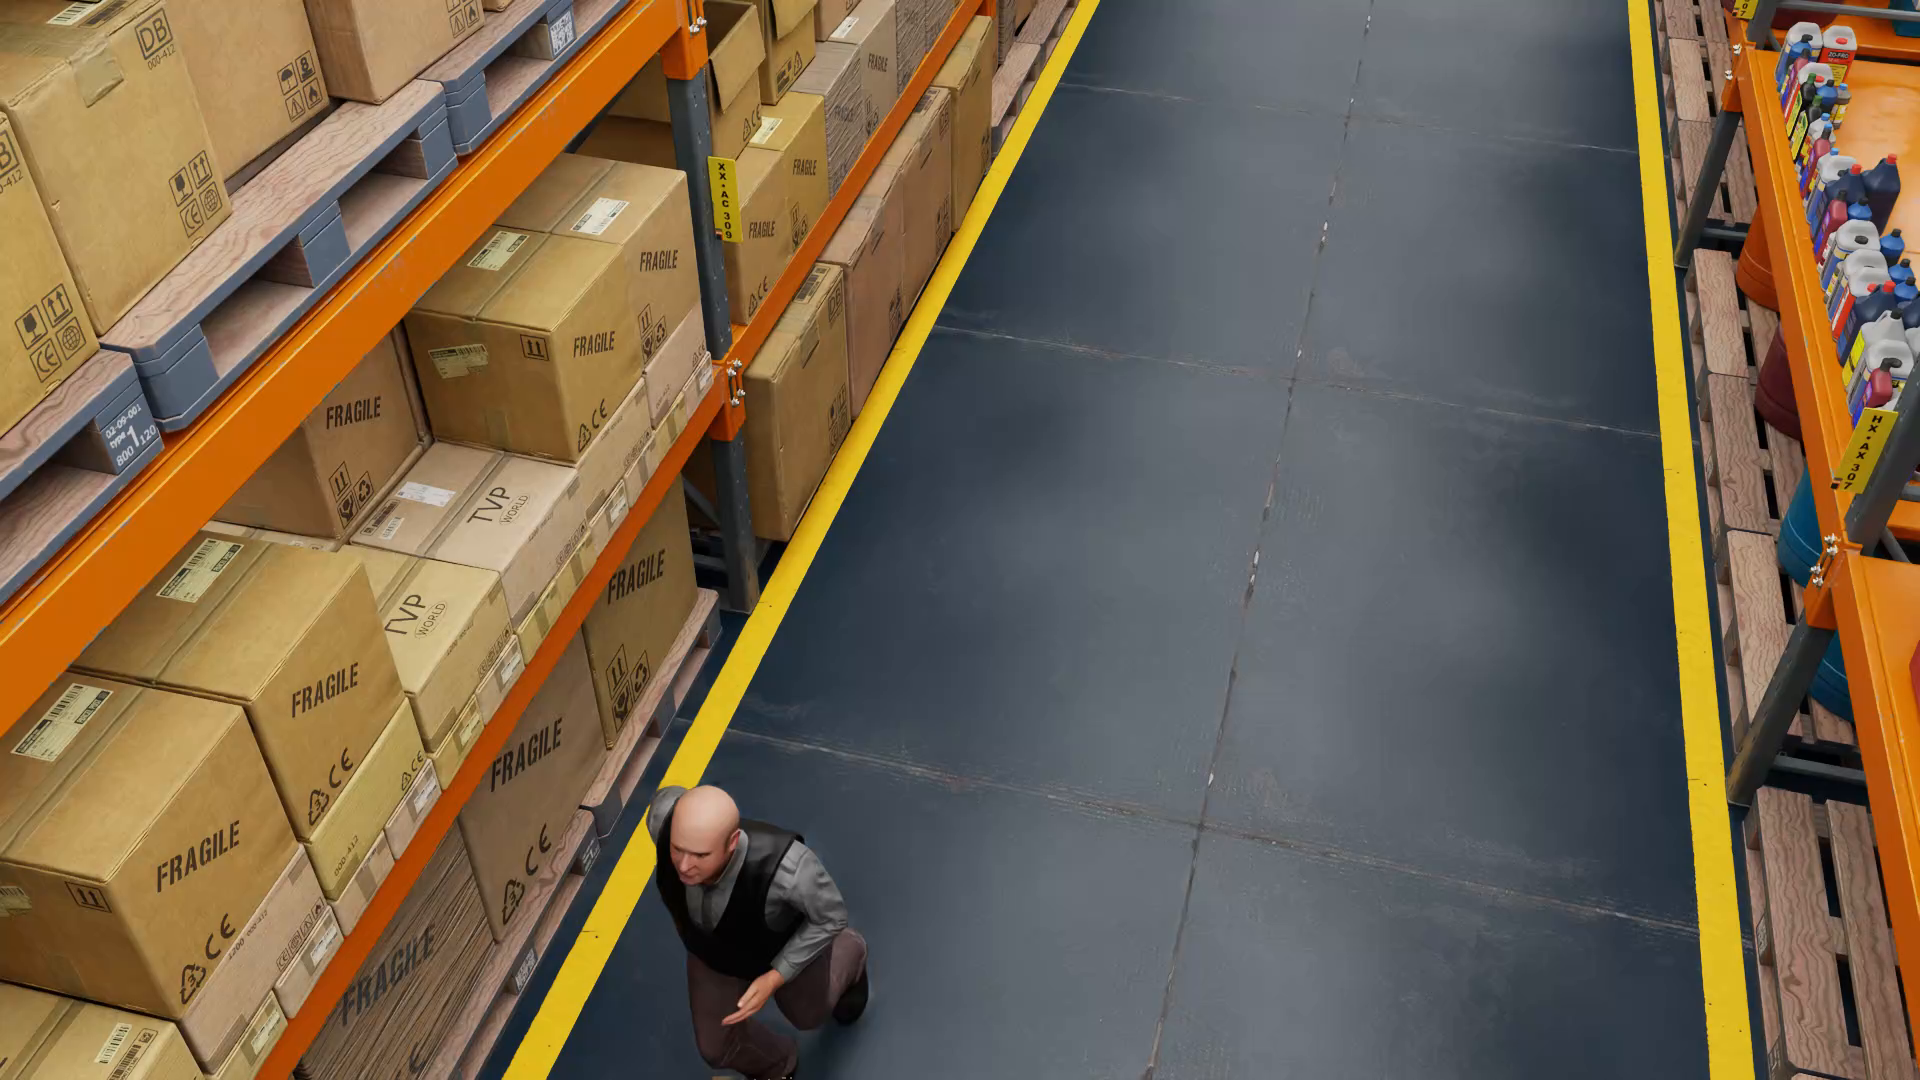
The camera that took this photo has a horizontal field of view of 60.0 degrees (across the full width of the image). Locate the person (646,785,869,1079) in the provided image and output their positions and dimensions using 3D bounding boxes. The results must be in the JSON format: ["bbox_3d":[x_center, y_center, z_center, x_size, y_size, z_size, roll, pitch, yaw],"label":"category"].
[{"bbox_3d":[-0.583,1.119,4.935,0.650,1.651,0.872,10,42,12],"label":"person"}]
